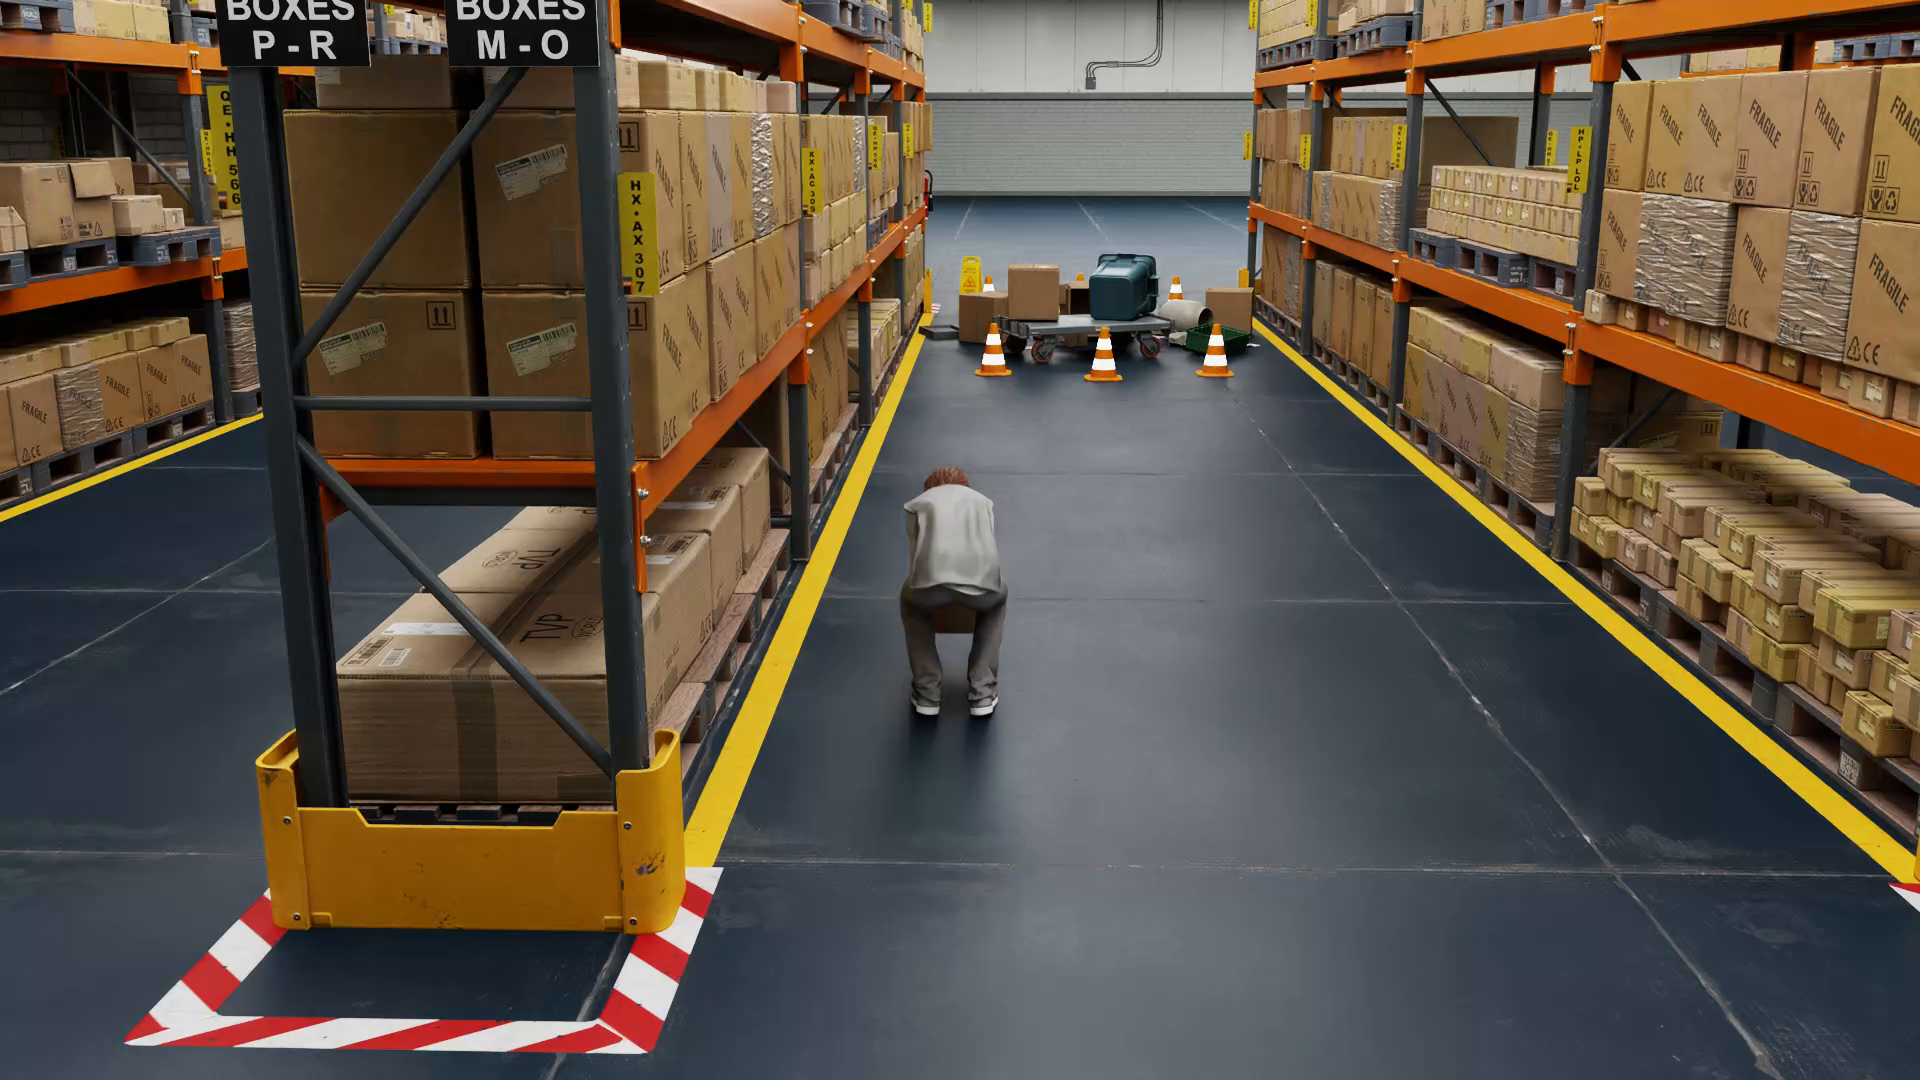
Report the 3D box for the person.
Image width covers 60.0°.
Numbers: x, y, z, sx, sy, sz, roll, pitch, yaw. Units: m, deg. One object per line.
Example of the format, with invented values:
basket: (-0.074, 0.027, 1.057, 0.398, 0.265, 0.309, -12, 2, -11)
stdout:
person: (-0.027, 0.218, 6.644, 0.430, 0.874, 0.851, 0, 14, -1)
